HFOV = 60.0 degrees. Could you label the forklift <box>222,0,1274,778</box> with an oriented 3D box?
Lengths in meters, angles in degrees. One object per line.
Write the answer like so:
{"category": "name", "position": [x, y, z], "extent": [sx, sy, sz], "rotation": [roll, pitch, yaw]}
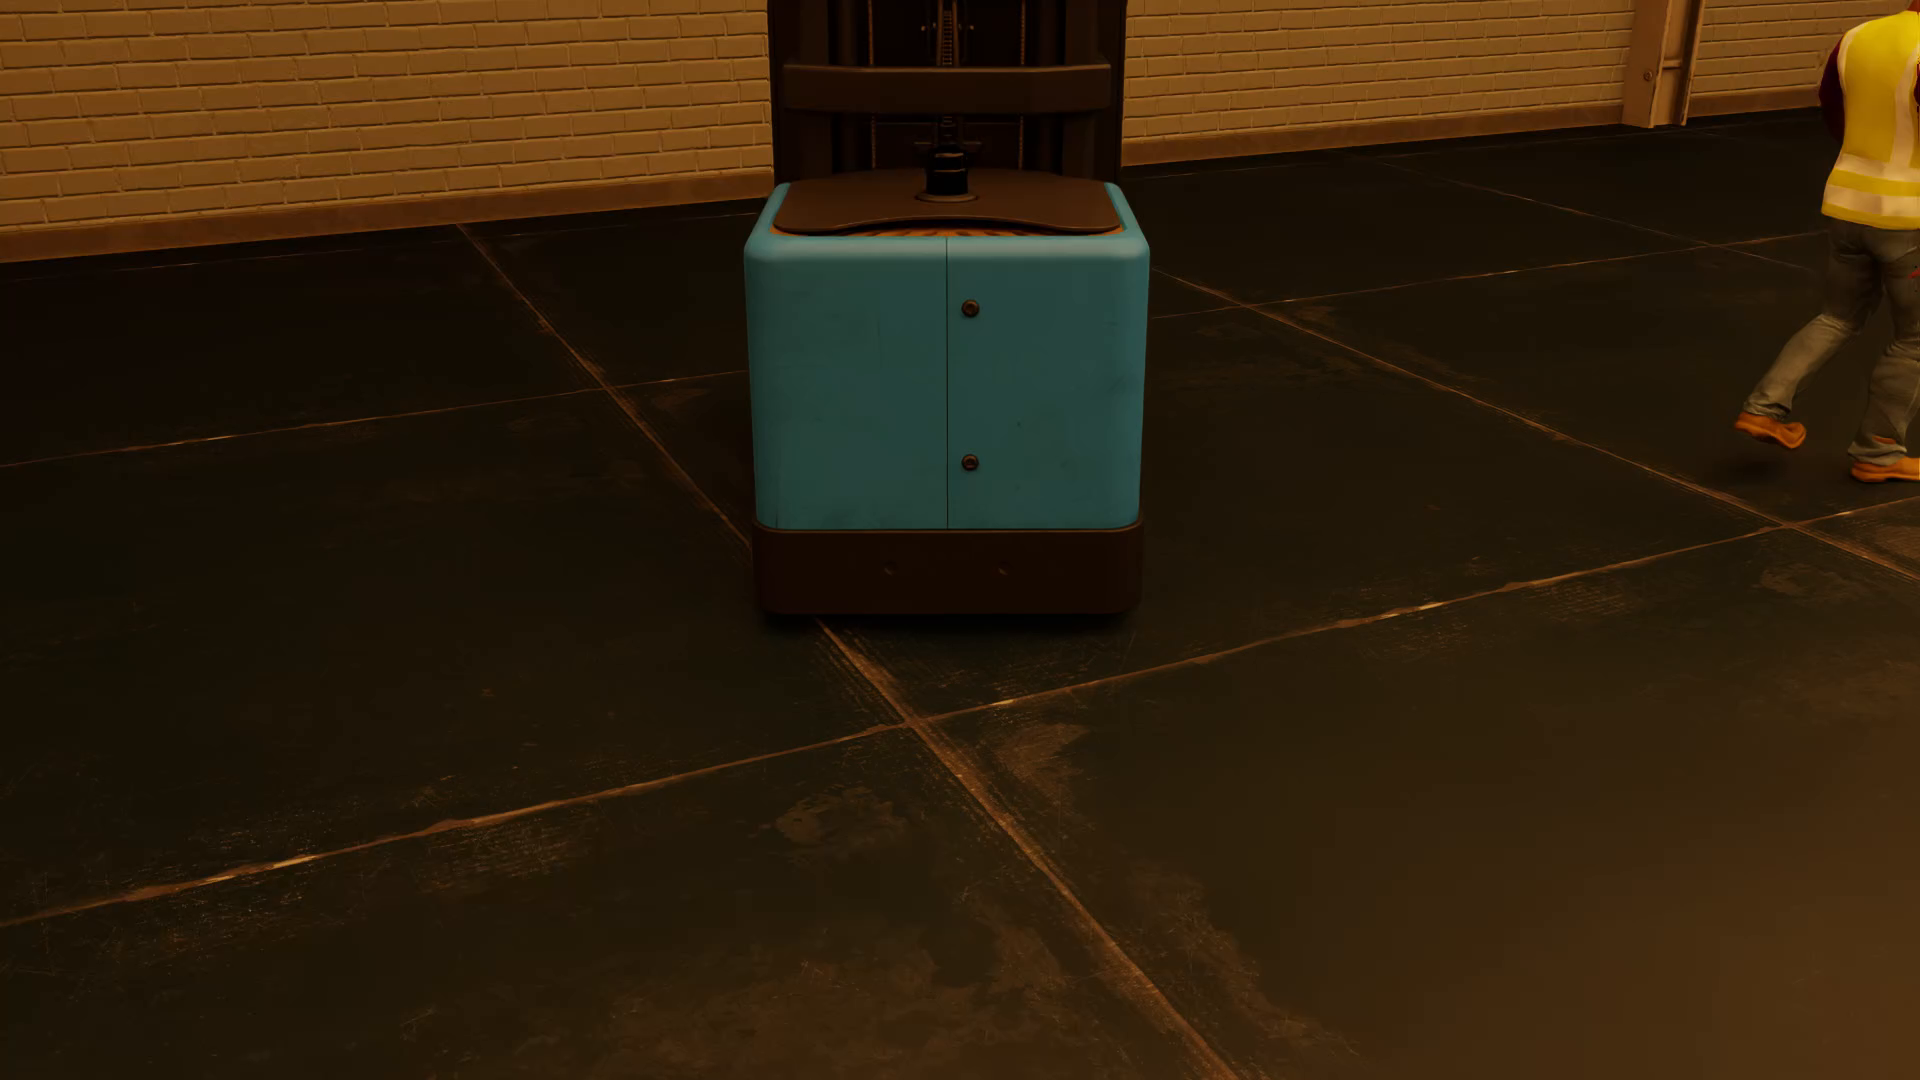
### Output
{"category": "forklift", "position": [-0.413, -1.182, 4.131], "extent": [1.130, 2.935, 3.031], "rotation": [19, 29, 39]}

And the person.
{"category": "person", "position": [3.260, -1.071, 5.398], "extent": [0.461, 1.759, 0.631], "rotation": [-5, 23, -12]}
